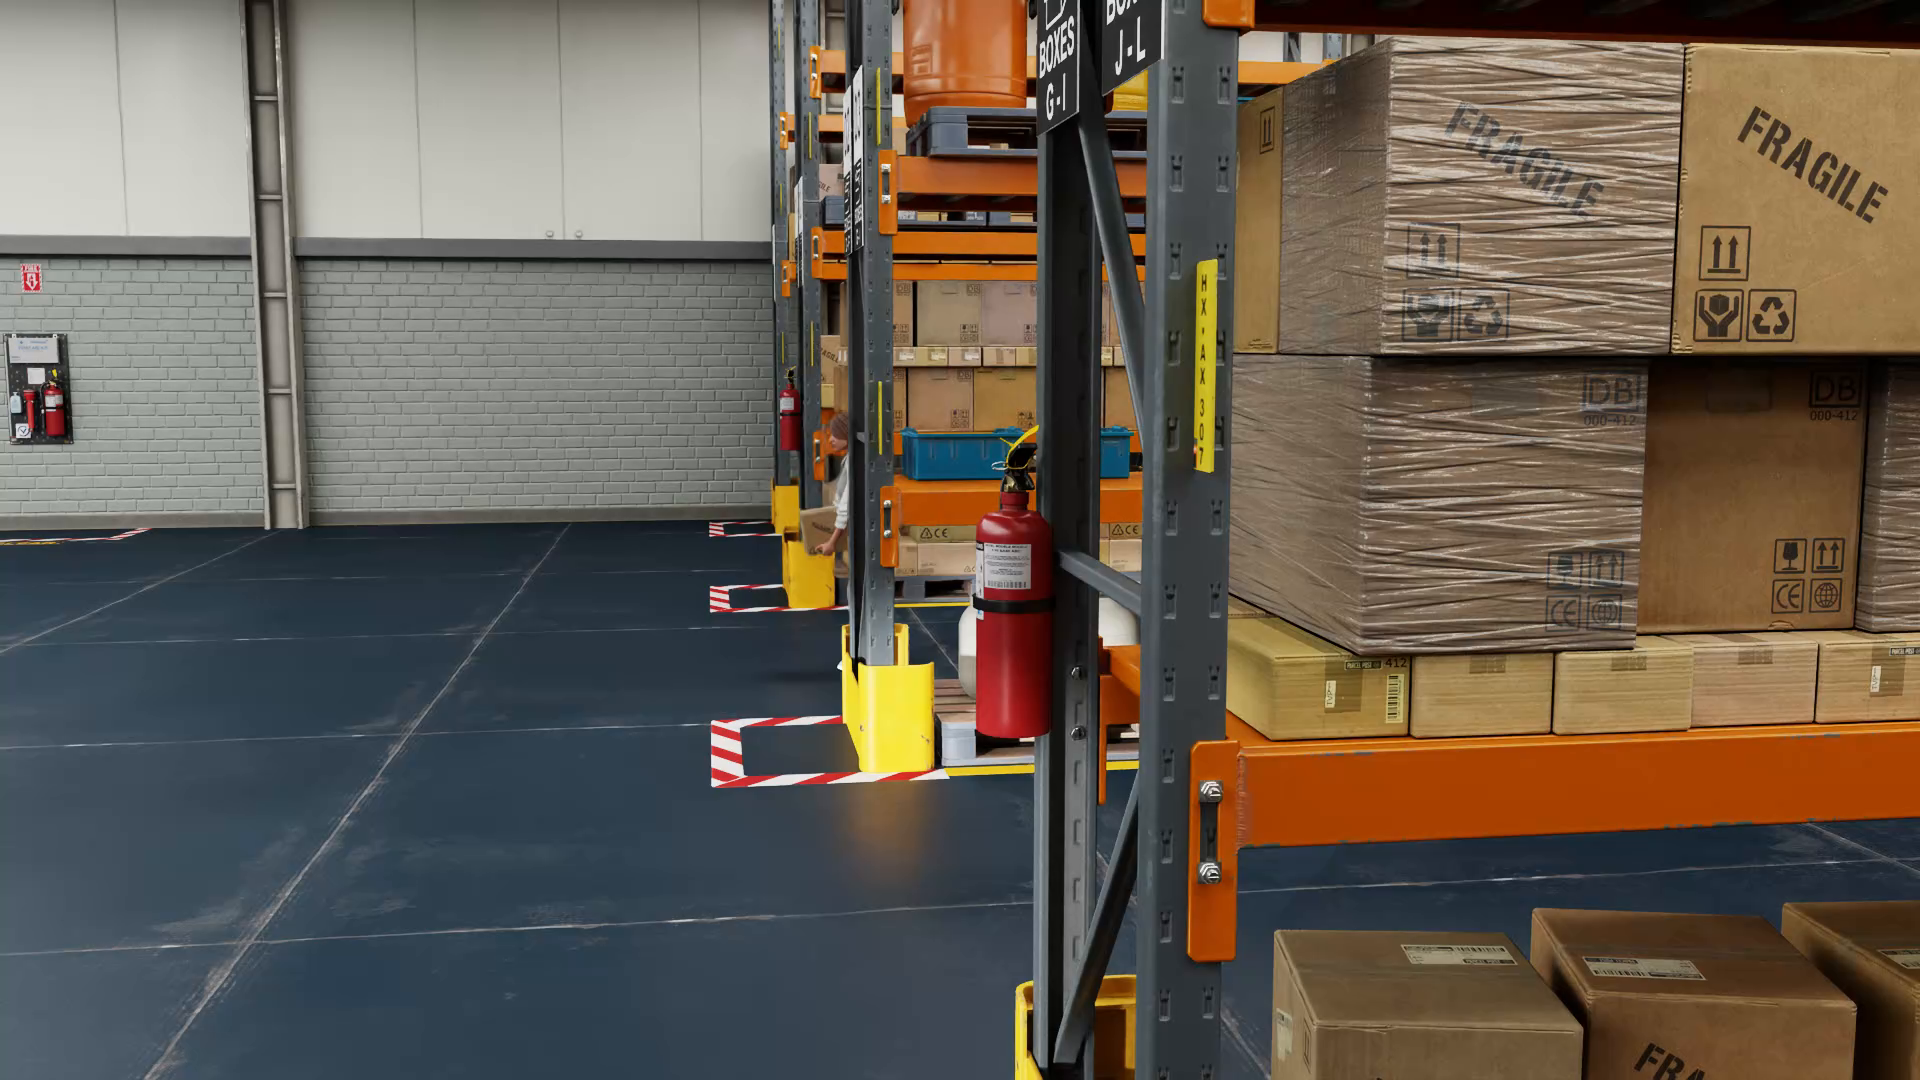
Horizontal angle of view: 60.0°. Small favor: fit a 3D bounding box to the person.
[{"bbox_3d":[-0.619,0.026,9.918,0.521,1.578,0.372,-1,7,-10],"label":"person"}]
